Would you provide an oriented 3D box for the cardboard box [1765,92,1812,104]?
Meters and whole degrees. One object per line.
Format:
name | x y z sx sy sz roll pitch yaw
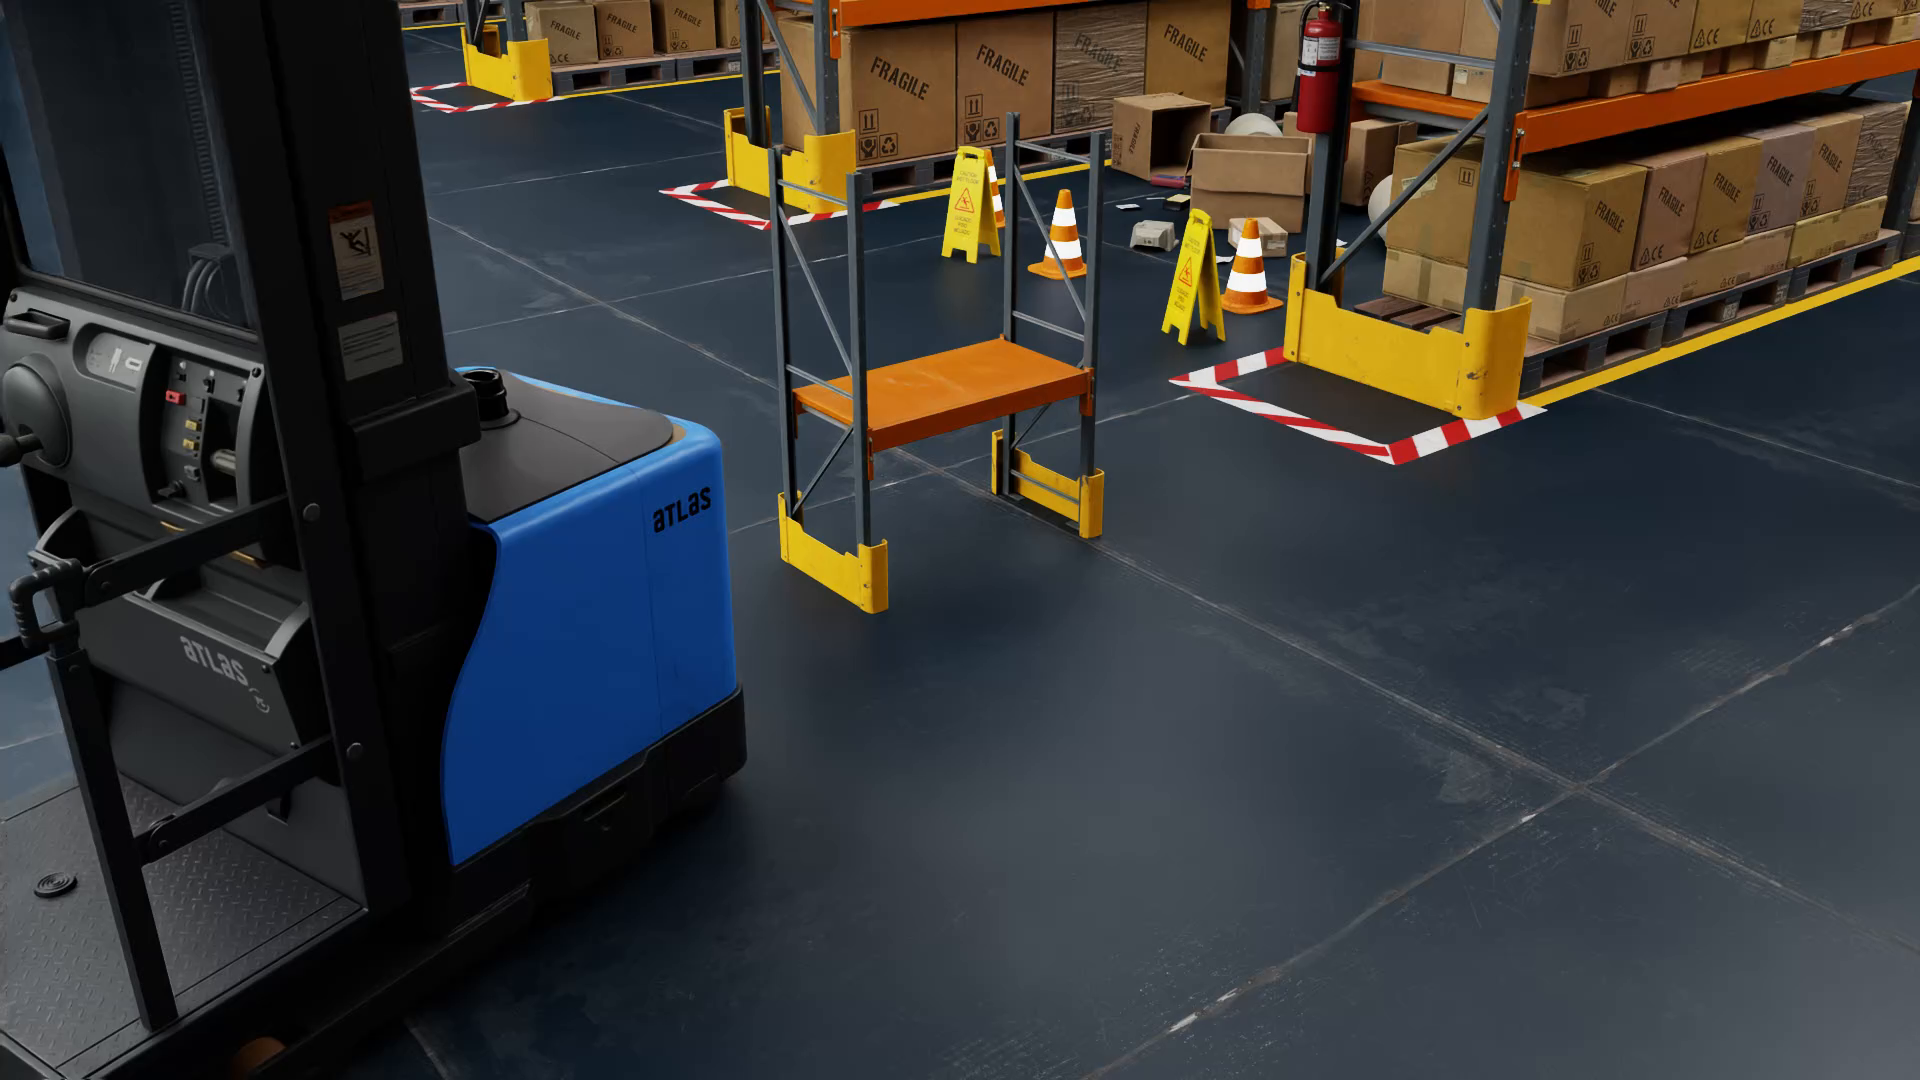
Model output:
cardboard box | 4.520 -2.359 9.646 0.500 0.500 0.500 -17 30 -32

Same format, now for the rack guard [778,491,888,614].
rack guard | -0.452 0.036 5.876 0.087 0.250 0.587 -18 31 -34

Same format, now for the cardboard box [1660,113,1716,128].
cardboard box | 3.697 -2.082 9.049 0.500 0.500 0.500 -16 30 -31

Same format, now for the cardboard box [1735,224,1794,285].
cardboard box | 4.036 -1.568 8.832 0.500 0.250 0.500 -18 30 -33

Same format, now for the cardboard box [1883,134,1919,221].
cardboard box | 5.562 -2.275 10.211 0.625 0.372 0.950 -18 30 -33

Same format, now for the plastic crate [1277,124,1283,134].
plastic crate | 2.688 -3.024 12.475 0.662 0.188 0.450 -3 15 -7

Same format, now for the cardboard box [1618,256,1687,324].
cardboard box | 3.215 -1.291 8.237 0.500 0.250 0.500 -17 30 -32

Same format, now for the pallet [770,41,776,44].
pallet | -1.471 -4.971 16.711 1.213 0.211 1.003 -18 31 -34

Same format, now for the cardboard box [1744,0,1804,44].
cardboard box | 3.748 -2.715 8.064 0.500 0.500 0.500 -19 31 -35

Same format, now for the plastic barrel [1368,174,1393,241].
plastic barrel | 2.694 -1.970 9.991 0.421 0.421 0.512 1 25 2

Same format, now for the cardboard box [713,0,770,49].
cardboard box | -2.190 -5.050 16.038 0.500 0.500 0.500 -22 33 -38

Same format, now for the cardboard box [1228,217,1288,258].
cardboard box | 1.788 -1.817 9.987 0.250 0.149 0.380 -3 25 -7

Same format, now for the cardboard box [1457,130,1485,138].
cardboard box | 2.720 -2.090 8.296 0.250 0.149 0.380 -17 30 -33

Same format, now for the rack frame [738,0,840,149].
rack frame | -1.131 -3.714 10.689 0.127 3.000 1.000 -18 31 -34

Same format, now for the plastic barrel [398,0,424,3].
plastic barrel | -6.303 -6.412 18.960 0.421 0.512 0.421 0 25 0

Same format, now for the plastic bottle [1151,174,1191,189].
plastic bottle | 1.478 -2.481 11.523 0.283 0.061 0.133 15 29 29

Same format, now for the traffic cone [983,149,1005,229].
traffic cone | 0.163 -2.231 10.507 0.334 0.463 0.336 -18 31 -34

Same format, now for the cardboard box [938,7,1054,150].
cardboard box | 0.053 -3.368 11.968 0.875 0.875 0.875 -19 31 -35

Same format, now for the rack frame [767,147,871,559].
rack frame | -0.467 -0.526 5.602 0.032 1.500 0.500 -18 31 -34

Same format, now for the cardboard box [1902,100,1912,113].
cardboard box | 6.672 -2.644 11.006 0.625 0.372 0.950 -17 30 -32

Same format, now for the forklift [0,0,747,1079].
forklift | -1.854 -0.250 3.308 1.130 2.935 3.031 16 29 31

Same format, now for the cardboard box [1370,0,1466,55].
cardboard box | 2.260 -2.513 7.629 0.500 0.500 0.500 -19 31 -35

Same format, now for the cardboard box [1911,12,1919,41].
cardboard box | 5.086 -2.841 9.106 0.250 0.149 0.380 -19 31 -35

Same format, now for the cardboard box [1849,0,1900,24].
cardboard box | 4.554 -2.986 8.648 0.500 0.500 0.500 -17 30 -32

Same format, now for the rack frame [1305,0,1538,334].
rack frame | 2.003 -2.100 7.212 0.127 3.000 1.000 -18 31 -34

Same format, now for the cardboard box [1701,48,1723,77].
cardboard box | 3.429 -2.336 8.018 0.250 0.149 0.380 -17 30 -32

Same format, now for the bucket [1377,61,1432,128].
bucket | 3.332 -3.158 11.575 0.620 0.611 0.726 2 23 -21

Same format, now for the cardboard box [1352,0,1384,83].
cardboard box | 3.211 -4.363 14.262 0.750 0.750 1.050 -18 31 -34

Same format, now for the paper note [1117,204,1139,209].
paper note | 1.118 -2.200 10.957 0.142 0.017 0.144 -8 26 -16

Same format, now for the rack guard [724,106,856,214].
rack guard | -1.150 -2.574 11.202 0.348 0.500 1.175 -18 31 -34

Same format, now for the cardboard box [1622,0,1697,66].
cardboard box | 2.953 -2.447 7.488 0.500 0.500 0.500 -17 30 -33

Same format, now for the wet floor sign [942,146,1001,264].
wet floor sign | 0.068 -1.982 9.755 0.267 0.644 0.232 21 32 37

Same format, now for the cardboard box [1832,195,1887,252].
cardboard box | 4.851 -1.840 9.419 0.500 0.250 0.500 -17 30 -32

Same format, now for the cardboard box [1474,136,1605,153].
cardboard box | 2.881 -1.815 8.474 0.500 0.500 0.500 -17 30 -32

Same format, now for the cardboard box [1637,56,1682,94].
cardboard box | 3.075 -2.169 7.659 0.250 0.149 0.380 -18 30 -33

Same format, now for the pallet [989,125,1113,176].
pallet | 0.409 -2.998 12.458 1.213 0.211 1.003 -18 31 -34

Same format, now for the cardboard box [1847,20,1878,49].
cardboard box | 4.640 -2.732 8.872 0.250 0.149 0.380 -18 30 -34

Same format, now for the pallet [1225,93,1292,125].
pallet | 2.578 -3.713 14.000 1.213 0.211 1.003 -18 31 -34

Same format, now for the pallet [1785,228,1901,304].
pallet | 4.644 -1.688 9.637 1.213 0.211 1.003 -18 31 -34

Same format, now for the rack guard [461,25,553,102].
rack guard | -4.052 -4.269 14.855 0.348 0.500 1.175 -18 31 -34

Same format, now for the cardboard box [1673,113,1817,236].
cardboard box | 4.051 -1.914 8.689 0.500 0.500 0.500 -16 30 -31

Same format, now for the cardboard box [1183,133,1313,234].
cardboard box | 1.823 -2.263 10.528 0.797 0.503 0.637 5 25 11

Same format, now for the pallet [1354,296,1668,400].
pallet | 2.724 -1.054 8.271 1.213 0.211 1.003 -18 31 -34

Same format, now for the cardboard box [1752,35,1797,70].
cardboard box | 3.889 -2.440 8.244 0.250 0.149 0.380 -18 30 -34

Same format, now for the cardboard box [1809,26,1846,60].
cardboard box | 4.288 -2.576 8.535 0.250 0.149 0.380 -19 31 -35

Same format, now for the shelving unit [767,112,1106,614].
shelving unit | -0.060 -0.661 5.892 1.083 1.500 0.587 -18 31 -34

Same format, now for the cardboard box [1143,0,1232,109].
cardboard box | 1.479 -3.839 12.985 0.875 0.875 0.875 -18 30 -33

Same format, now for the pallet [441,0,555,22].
pallet | -5.535 -6.319 19.614 1.213 0.211 1.003 -18 31 -34

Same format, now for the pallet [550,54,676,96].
pallet | -3.391 -4.337 15.345 1.213 0.211 1.003 -18 31 -34

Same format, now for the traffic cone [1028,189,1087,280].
traffic cone | 0.593 -1.768 9.510 0.334 0.463 0.336 -18 31 -34

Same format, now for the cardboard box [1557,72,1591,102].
cardboard box | 2.588 -2.076 7.459 0.250 0.149 0.380 -18 30 -33

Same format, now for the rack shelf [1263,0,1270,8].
rack shelf | 3.591 -4.946 14.199 4.000 0.370 1.077 -18 31 -34

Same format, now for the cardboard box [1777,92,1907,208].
cardboard box | 4.851 -2.180 9.261 0.500 0.500 0.500 -19 31 -35

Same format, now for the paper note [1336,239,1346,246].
paper note | 2.280 -1.824 10.158 0.142 0.019 0.148 -8 26 -16

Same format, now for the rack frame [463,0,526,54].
rack frame | -4.112 -5.383 14.286 0.127 3.000 1.000 -18 31 -34

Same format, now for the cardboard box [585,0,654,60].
cardboard box | -3.161 -4.763 15.420 0.500 0.500 0.500 -10 27 -21

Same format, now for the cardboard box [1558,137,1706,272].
cardboard box | 3.236 -1.645 8.108 0.500 0.500 0.500 -20 31 -36
